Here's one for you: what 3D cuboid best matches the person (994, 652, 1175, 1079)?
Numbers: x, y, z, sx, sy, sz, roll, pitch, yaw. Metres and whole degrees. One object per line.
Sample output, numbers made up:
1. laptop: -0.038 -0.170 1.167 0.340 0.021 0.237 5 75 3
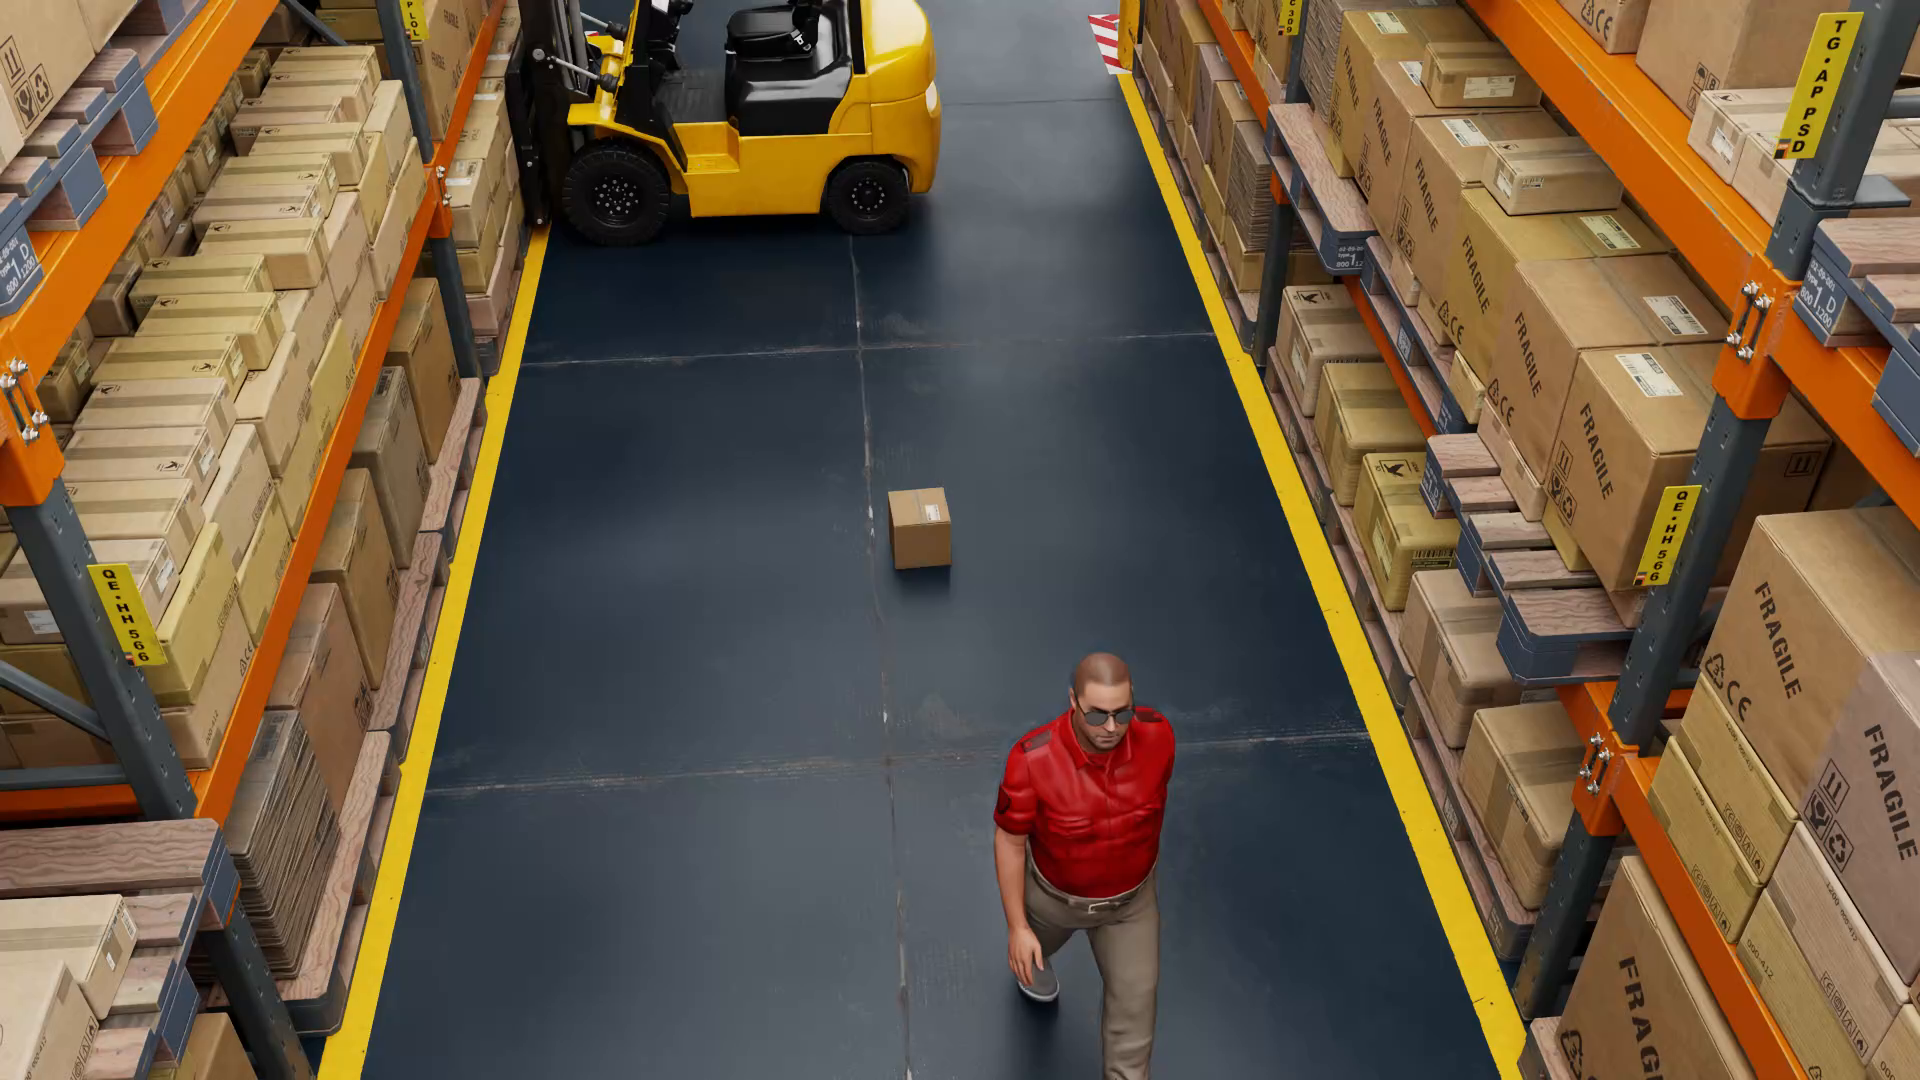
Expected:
1. person: 0.377 1.036 4.881 0.565 1.670 1.039 -8 40 -10
